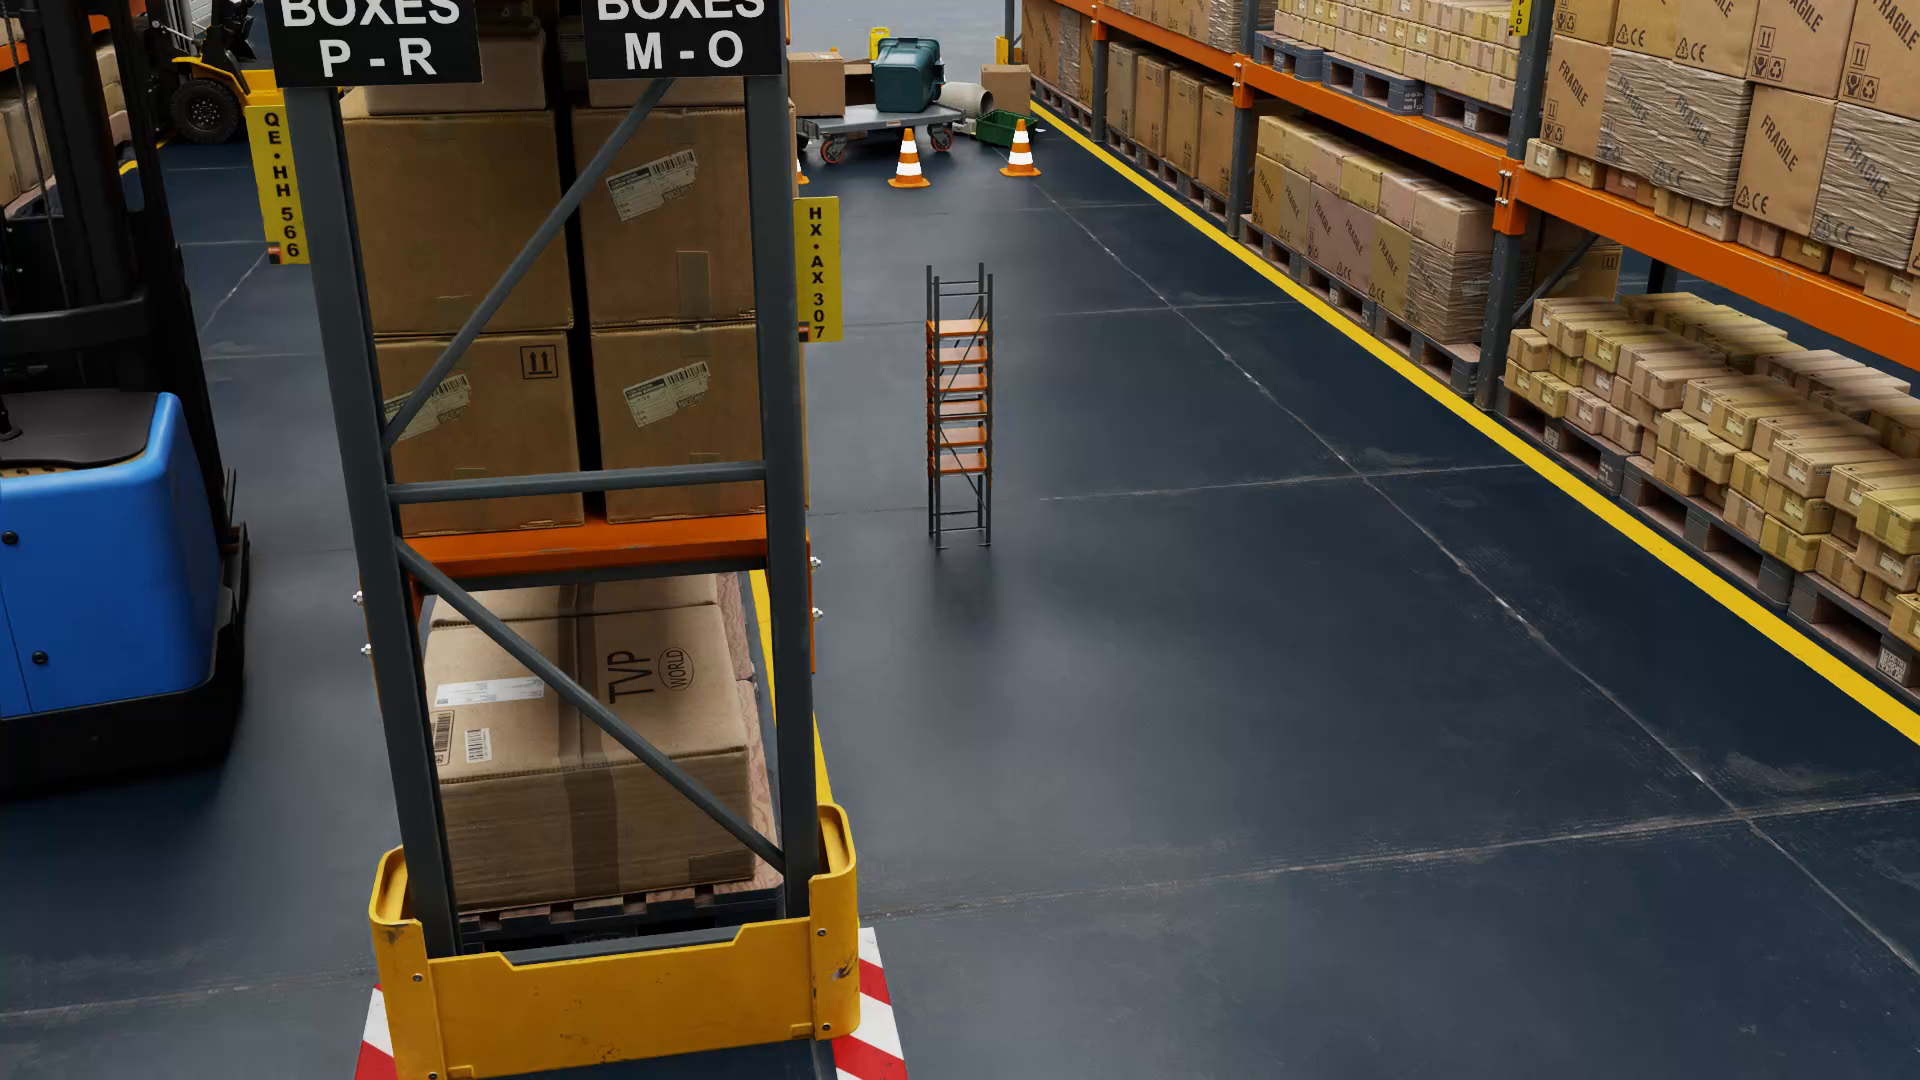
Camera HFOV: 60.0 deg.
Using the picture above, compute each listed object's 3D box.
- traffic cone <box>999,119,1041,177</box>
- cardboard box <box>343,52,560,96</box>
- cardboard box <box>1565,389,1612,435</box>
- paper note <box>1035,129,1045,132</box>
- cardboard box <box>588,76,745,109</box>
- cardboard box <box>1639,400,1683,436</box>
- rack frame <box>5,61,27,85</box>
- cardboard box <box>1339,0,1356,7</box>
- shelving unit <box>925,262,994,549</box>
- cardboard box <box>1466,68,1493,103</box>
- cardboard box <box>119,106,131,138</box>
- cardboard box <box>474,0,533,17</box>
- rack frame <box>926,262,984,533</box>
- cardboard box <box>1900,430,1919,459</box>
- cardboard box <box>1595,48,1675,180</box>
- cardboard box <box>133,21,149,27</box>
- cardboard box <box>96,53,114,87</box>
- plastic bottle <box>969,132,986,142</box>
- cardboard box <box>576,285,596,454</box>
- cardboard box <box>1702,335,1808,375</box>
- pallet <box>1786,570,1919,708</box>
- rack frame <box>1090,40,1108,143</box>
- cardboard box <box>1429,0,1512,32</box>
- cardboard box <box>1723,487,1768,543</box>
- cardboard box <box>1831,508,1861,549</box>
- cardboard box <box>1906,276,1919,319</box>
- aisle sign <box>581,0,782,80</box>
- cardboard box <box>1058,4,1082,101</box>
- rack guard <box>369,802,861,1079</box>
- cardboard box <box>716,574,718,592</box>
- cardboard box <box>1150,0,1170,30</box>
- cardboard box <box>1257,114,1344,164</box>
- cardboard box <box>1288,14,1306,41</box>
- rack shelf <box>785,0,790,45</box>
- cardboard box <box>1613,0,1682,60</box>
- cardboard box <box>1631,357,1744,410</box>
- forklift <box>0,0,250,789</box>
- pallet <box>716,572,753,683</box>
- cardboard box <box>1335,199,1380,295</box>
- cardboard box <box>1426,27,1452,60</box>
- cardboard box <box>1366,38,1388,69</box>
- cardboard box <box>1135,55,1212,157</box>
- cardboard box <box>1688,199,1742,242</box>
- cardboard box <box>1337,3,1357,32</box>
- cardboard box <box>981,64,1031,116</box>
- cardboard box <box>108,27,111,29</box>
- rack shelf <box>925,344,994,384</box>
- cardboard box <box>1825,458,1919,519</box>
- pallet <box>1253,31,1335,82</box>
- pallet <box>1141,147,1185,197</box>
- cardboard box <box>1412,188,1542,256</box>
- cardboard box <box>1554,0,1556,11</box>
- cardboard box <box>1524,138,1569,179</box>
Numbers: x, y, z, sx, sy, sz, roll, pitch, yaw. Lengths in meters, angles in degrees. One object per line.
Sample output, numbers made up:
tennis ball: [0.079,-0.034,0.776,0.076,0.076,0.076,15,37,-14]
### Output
traffic cone: [0.530,-3.450,14.570,0.336,0.463,0.334,-4,24,-10]
cardboard box: [-1.309,-1.005,4.429,0.500,0.500,0.500,-4,24,-10]
cardboard box: [3.143,-0.625,7.971,0.380,0.149,0.250,-4,24,-10]
paper note: [0.752,-4.089,16.572,0.142,0.020,0.147,18,29,36]
cardboard box: [-0.654,-1.087,3.806,0.380,0.149,0.250,-4,24,-9]
cardboard box: [3.288,-0.558,7.446,0.380,0.149,0.250,-3,24,-7]
rack frame: [-7.957,-4.477,13.752,1.000,3.000,0.127,-4,24,-10]
cardboard box: [2.594,-3.419,10.377,0.380,0.149,0.250,-3,24,-7]
shelving unit: [-0.003,-0.556,7.023,0.258,1.200,0.189,-4,24,-10]
cardboard box: [2.929,-2.426,8.846,0.380,0.149,0.250,-4,24,-9]
cardboard box: [-7.830,-3.822,15.165,0.500,0.250,0.500,-5,24,-11]
cardboard box: [-1.331,-1.348,4.405,0.380,0.149,0.250,-4,24,-9]
rack frame: [-0.020,-0.592,7.105,0.240,1.200,0.006,-4,24,-10]
cardboard box: [3.963,-0.331,6.553,0.380,0.149,0.250,-3,24,-8]
cardboard box: [3.188,-1.879,7.309,0.500,0.500,0.500,-4,24,-10]
cardboard box: [-8.205,-5.082,16.800,0.500,0.250,0.500,-4,24,-9]
cardboard box: [-7.738,-4.081,14.507,0.500,0.250,0.500,-5,24,-11]
plastic bottle: [0.232,-3.902,16.107,0.133,0.061,0.283,-19,30,-37]
cardboard box: [-1.288,-0.540,4.613,0.500,0.500,0.500,-5,24,-11]
cardboard box: [3.678,-0.840,7.719,0.380,0.149,0.250,-4,24,-8]
pallet: [3.856,0.394,6.083,1.003,0.211,1.213,-4,24,-10]
rack frame: [1.766,-5.251,15.526,1.000,3.000,0.127,-4,24,-10]
cardboard box: [2.834,-2.909,9.208,0.380,0.149,0.250,-4,24,-10]
cardboard box: [3.374,-0.114,6.800,0.380,0.149,0.250,-4,24,-9]
cardboard box: [3.561,-0.058,6.300,0.380,0.149,0.250,-5,24,-10]
cardboard box: [3.507,-0.820,5.694,0.380,0.149,0.250,-4,24,-8]
aisle sign: [-0.563,-1.310,3.253,0.394,0.787,0.004,-4,24,-10]
cardboard box: [1.548,-5.077,17.257,0.875,0.875,0.875,-4,24,-9]
rack guard: [-0.856,1.030,4.268,1.175,0.500,0.348,-4,24,-10]
cardboard box: [-1.424,-0.110,6.431,0.875,0.438,0.875,-5,24,-11]
cardboard box: [1.877,-4.475,13.625,0.500,0.500,0.500,-4,24,-9]
cardboard box: [2.395,-2.780,11.528,0.500,0.250,0.500,-5,24,-12]
cardboard box: [2.440,-3.459,11.211,0.380,0.149,0.250,-3,24,-7]
rack shelf: [-1.231,-1.957,5.134,1.077,0.370,4.000,-4,24,-10]
cardboard box: [3.200,-2.347,7.130,0.500,0.500,0.500,-5,24,-11]
cardboard box: [3.231,-0.697,7.392,0.380,0.149,0.250,-4,24,-9]
forklift: [-3.432,-1.076,6.052,1.130,2.935,3.031,-8,25,-18]
pallet: [-1.308,0.365,6.151,1.003,0.211,1.213,-4,24,-10]
cardboard box: [2.676,-1.828,10.286,0.500,0.500,0.500,-5,24,-11]
cardboard box: [2.830,-2.769,9.260,0.380,0.149,0.250,-5,24,-11]
cardboard box: [2.684,-2.941,10.025,0.380,0.149,0.250,-5,24,-11]
cardboard box: [2.144,-3.796,14.479,1.050,0.750,0.750,-4,24,-10]
cardboard box: [3.268,-1.340,6.883,0.380,0.149,0.250,-3,24,-7]
cardboard box: [2.595,-3.278,10.426,0.380,0.149,0.250,-4,24,-10]
cardboard box: [0.471,-4.642,17.250,0.500,0.500,0.500,0,24,-1]
cardboard box: [-8.698,-5.041,16.706,0.500,0.250,0.500,-4,24,-10]
rack shelf: [-0.003,-0.735,6.945,0.258,0.103,0.180,-4,24,-10]
cardboard box: [3.490,-0.182,6.212,0.380,0.149,0.250,-5,24,-12]
pallet: [2.742,-3.318,11.338,1.213,0.211,1.003,-4,24,-10]
pallet: [2.212,-3.195,14.301,1.003,0.211,1.213,-4,24,-10]
cardboard box: [2.859,-1.770,9.216,0.500,0.250,0.500,-5,24,-11]
cardboard box: [3.478,-2.952,9.308,0.380,0.149,0.250,-5,24,-10]
cardboard box: [2.976,-1.854,8.061,0.380,0.149,0.250,-3,24,-8]
